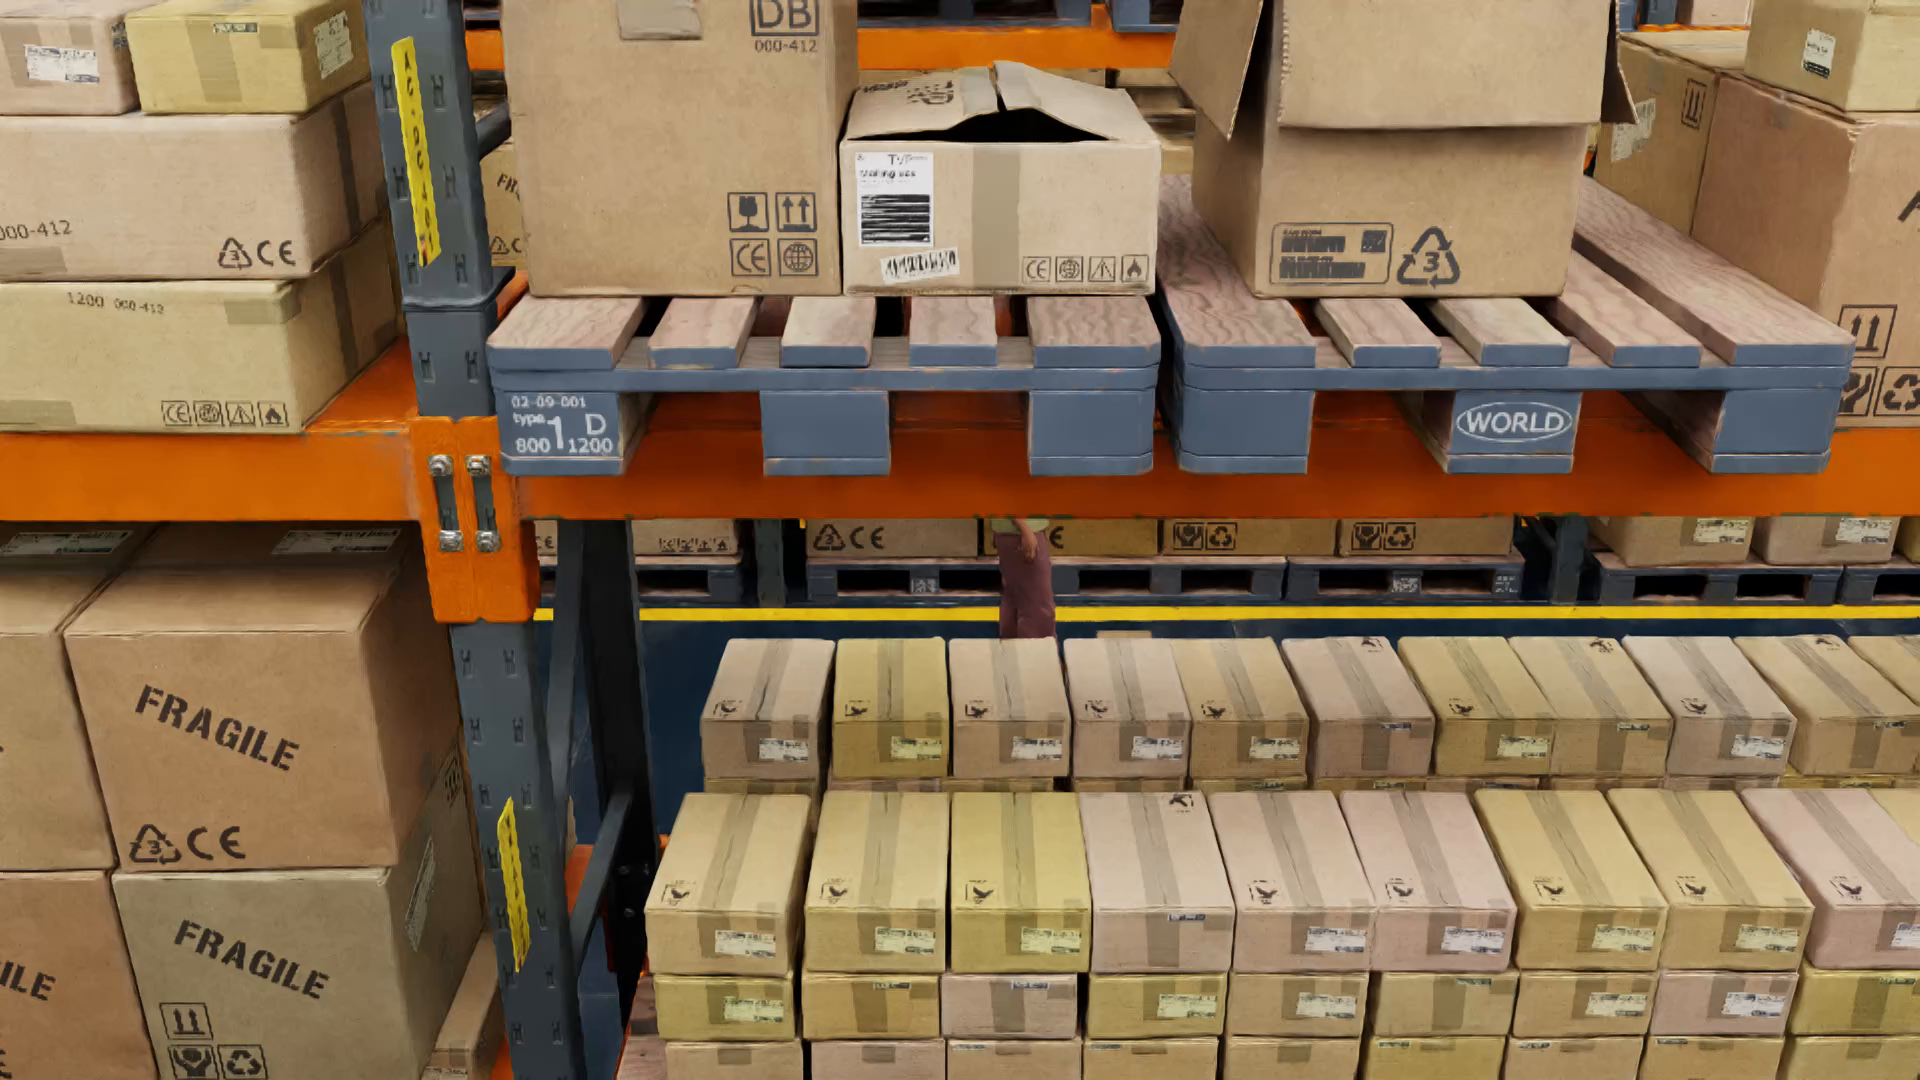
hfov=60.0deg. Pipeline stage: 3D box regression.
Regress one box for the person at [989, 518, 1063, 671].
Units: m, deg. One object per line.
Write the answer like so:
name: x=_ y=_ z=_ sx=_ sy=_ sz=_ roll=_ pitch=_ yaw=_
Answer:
person: x=0.340 y=-0.061 z=7.234 sx=0.534 sy=1.660 sz=0.556 roll=0 pitch=24 yaw=0
